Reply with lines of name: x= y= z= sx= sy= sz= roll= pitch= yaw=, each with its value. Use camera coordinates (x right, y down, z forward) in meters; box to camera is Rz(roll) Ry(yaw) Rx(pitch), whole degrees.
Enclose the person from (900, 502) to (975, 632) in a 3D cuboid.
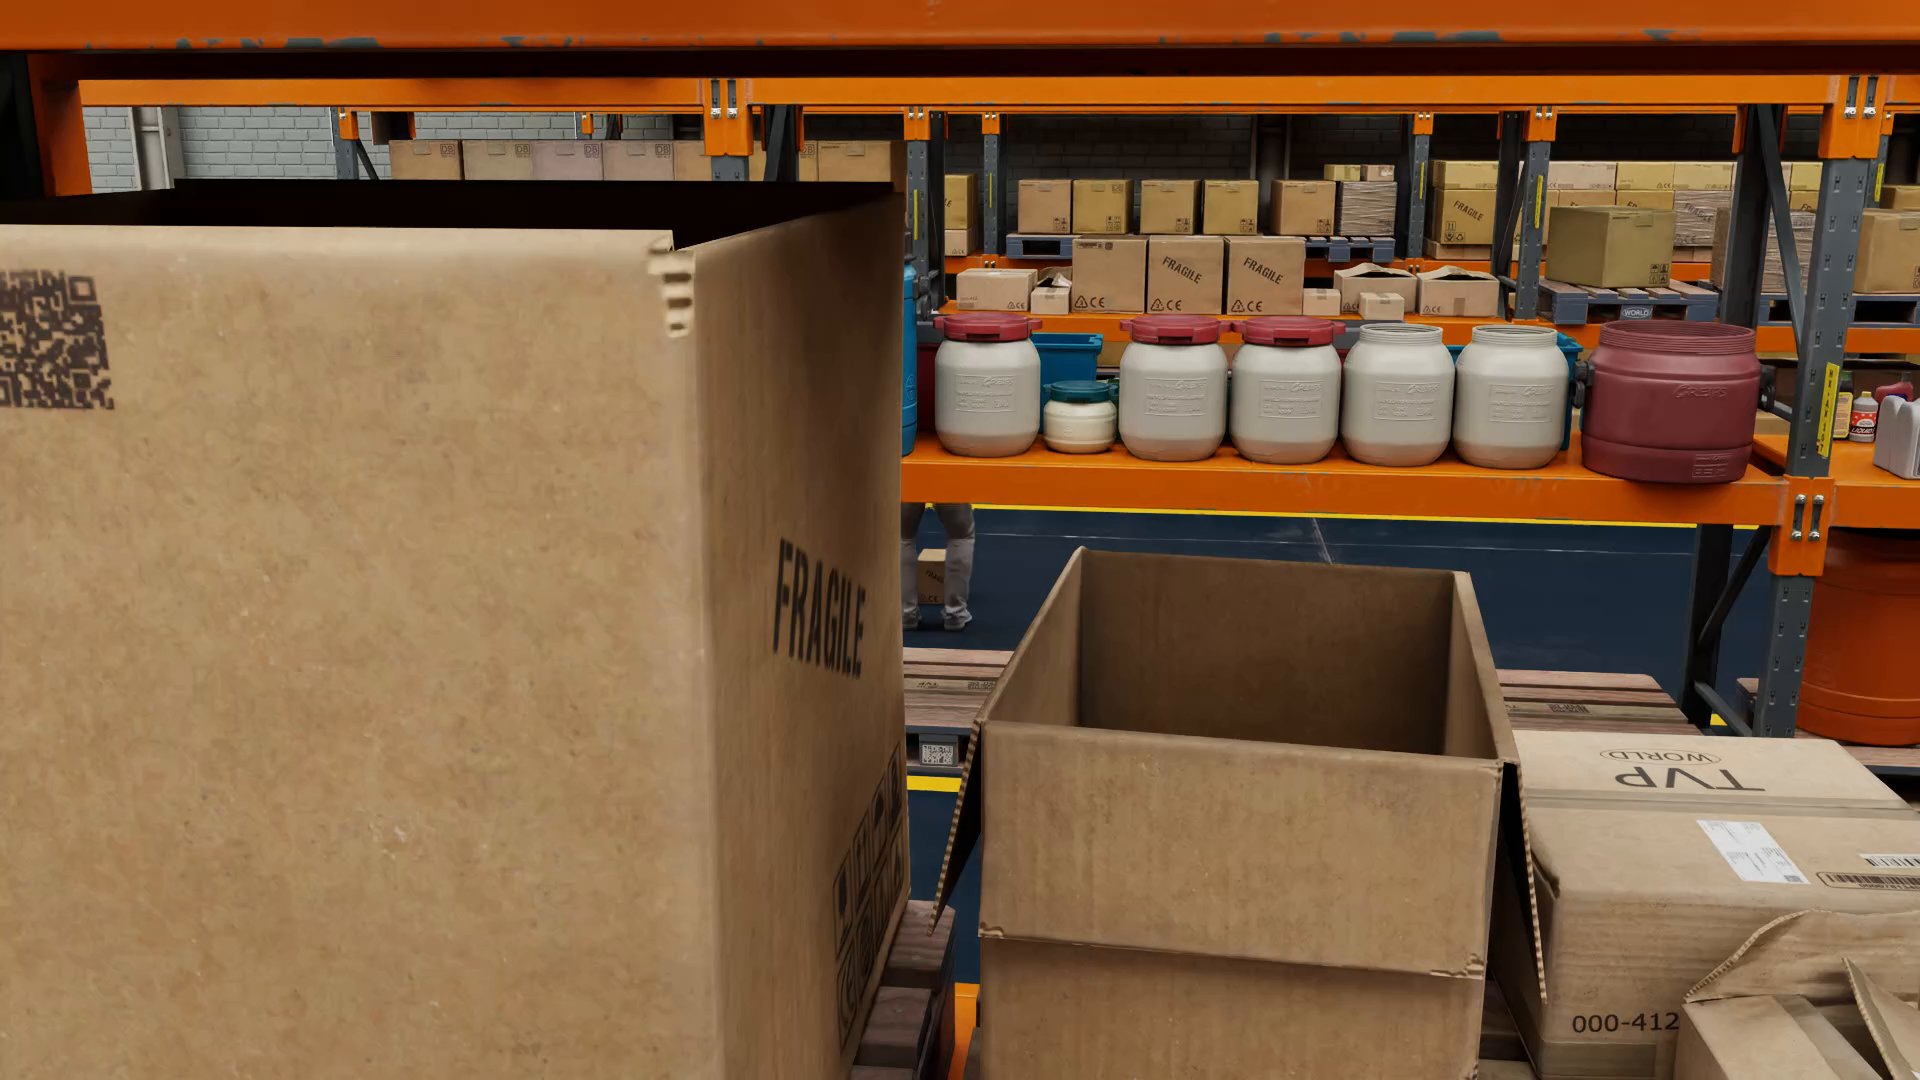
person: x=-0.180 y=-0.346 z=8.646 sx=0.616 sy=1.610 sz=0.599 roll=2 pitch=14 yaw=7
